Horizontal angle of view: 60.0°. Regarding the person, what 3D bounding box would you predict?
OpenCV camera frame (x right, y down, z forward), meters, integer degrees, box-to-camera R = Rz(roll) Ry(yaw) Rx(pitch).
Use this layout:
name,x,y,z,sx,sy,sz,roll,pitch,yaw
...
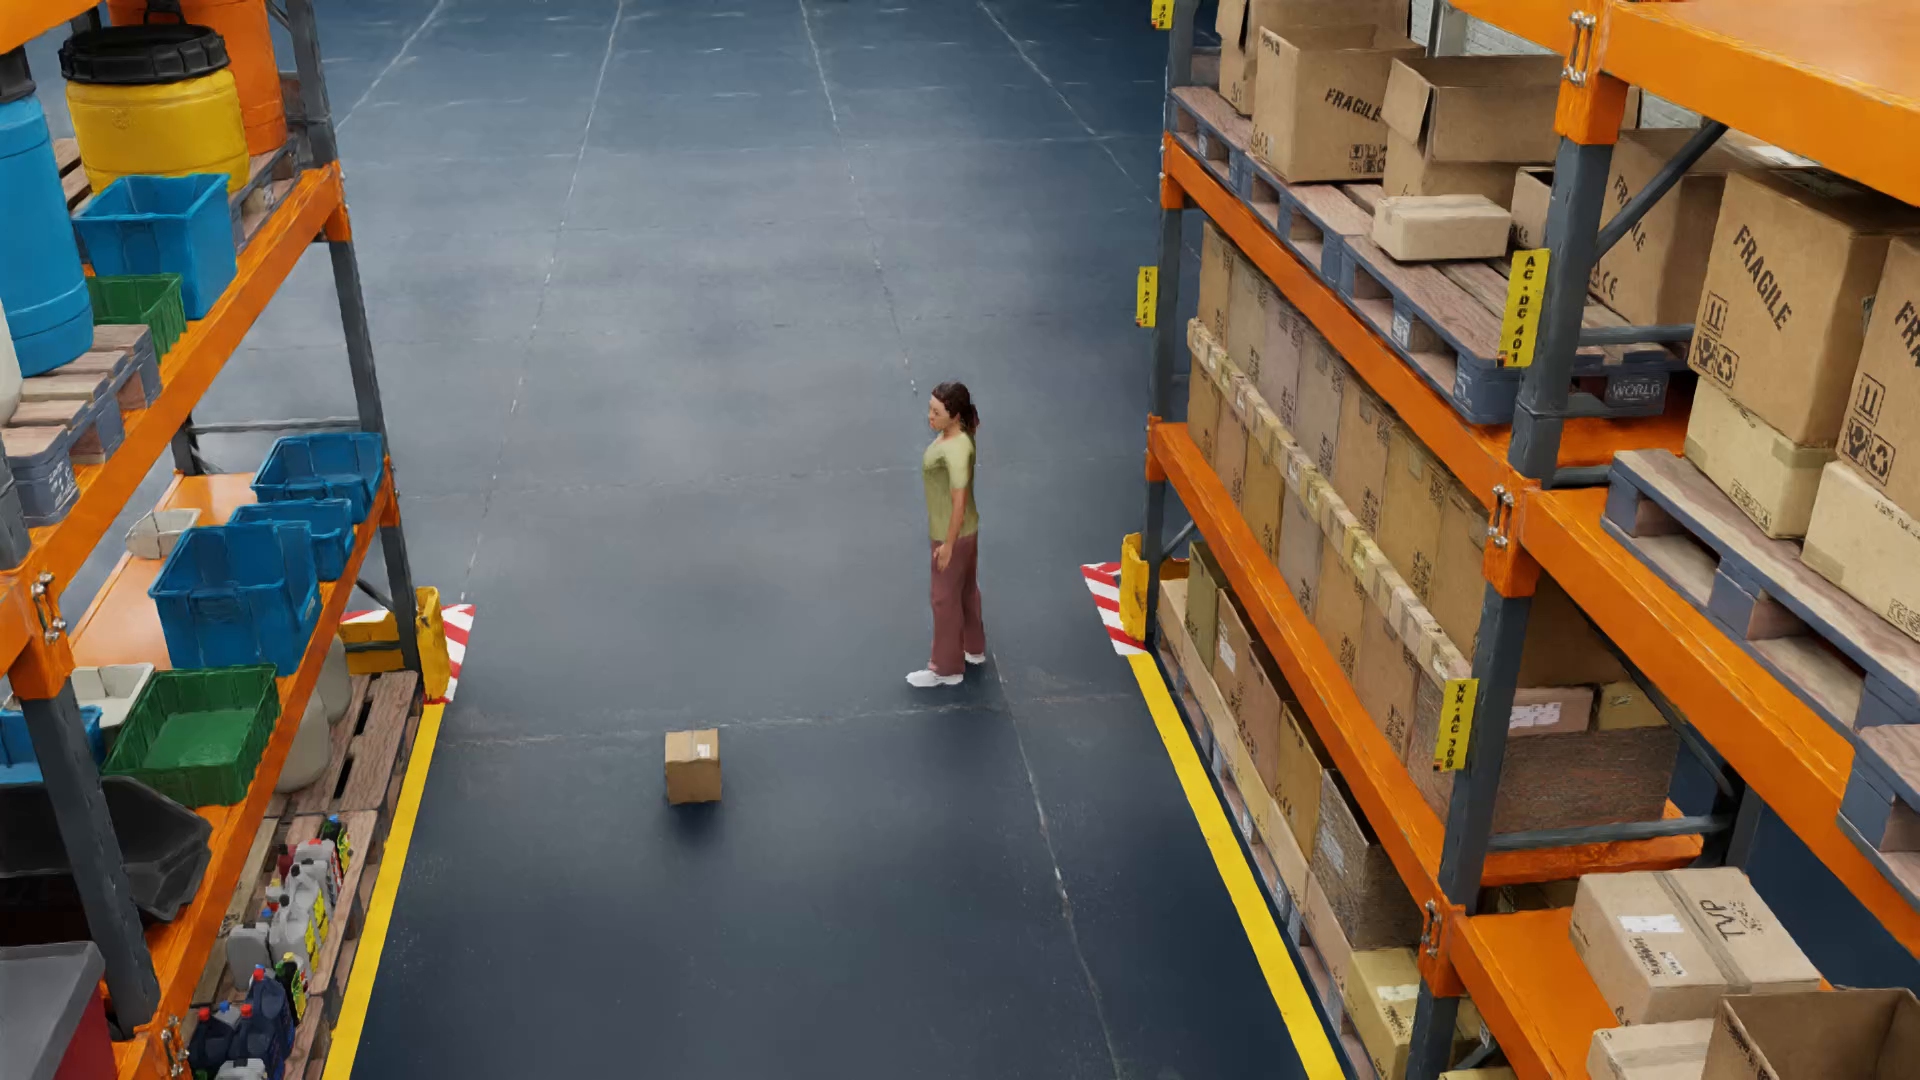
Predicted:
name,x,y,z,sx,sy,sz,roll,pitch,yaw
person,-0.070,-0.045,8.655,0.412,1.674,0.521,2,27,3
